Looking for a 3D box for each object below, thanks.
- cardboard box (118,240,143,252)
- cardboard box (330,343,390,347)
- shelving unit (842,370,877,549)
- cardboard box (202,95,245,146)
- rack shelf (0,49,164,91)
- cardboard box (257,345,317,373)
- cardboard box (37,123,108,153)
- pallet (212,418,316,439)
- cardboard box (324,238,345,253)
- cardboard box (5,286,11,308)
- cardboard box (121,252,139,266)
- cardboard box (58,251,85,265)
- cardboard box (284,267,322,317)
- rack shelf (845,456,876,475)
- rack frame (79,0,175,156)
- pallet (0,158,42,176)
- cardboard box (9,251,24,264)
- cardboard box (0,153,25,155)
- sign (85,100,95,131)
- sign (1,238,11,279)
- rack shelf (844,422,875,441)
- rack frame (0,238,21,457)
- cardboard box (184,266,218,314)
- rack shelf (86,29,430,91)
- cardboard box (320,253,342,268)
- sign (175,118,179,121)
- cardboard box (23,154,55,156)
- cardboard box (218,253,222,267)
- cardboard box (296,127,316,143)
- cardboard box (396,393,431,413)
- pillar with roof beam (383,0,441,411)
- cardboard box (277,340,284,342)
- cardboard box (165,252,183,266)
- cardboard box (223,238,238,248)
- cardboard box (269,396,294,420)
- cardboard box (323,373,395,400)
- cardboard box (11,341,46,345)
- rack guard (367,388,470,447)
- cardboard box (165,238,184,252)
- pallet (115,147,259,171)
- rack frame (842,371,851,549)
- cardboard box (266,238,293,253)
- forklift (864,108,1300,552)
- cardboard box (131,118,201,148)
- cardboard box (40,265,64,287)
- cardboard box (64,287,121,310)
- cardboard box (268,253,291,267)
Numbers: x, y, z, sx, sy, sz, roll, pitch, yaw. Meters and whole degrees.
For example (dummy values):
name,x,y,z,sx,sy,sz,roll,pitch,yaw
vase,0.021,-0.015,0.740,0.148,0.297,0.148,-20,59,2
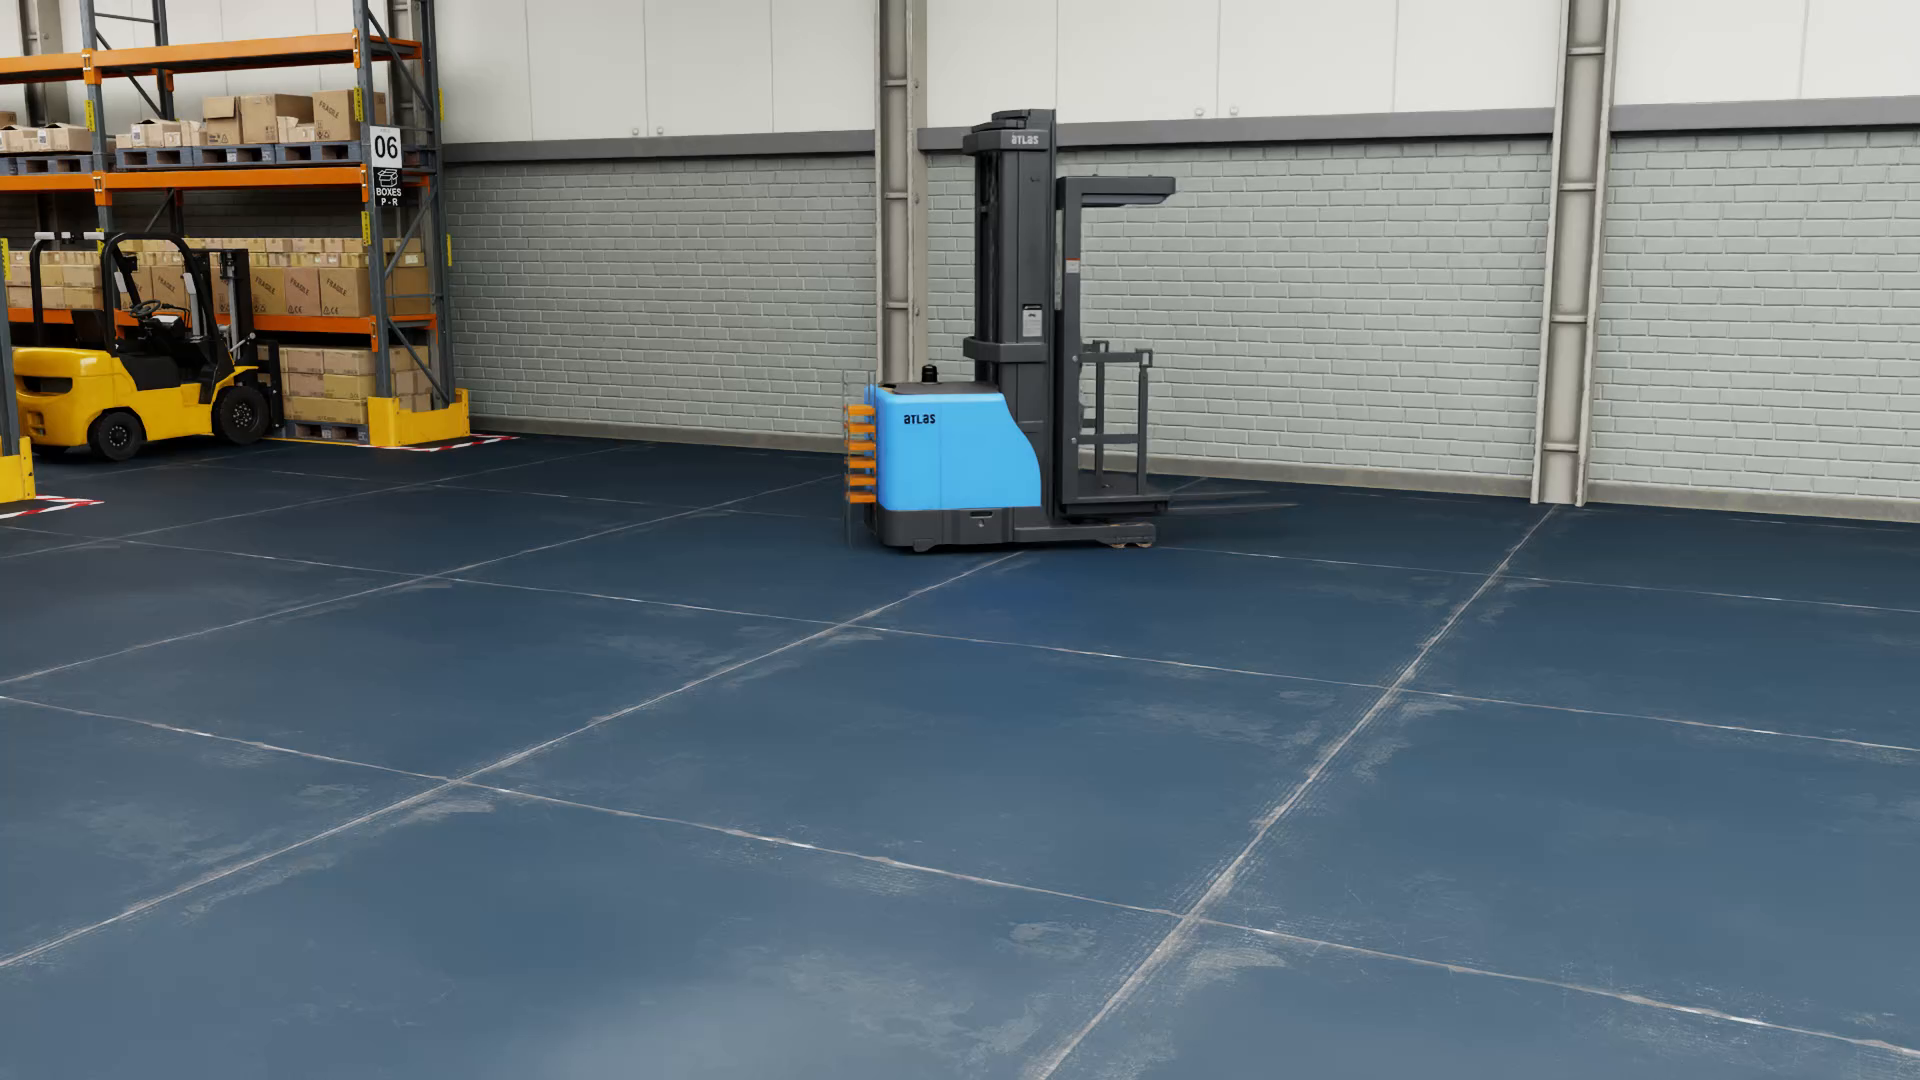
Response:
name,x,y,z,sx,sy,sz,roll,pitch,yaw
cardboard box,-9.136,-3.287,18.532,0.250,0.149,0.380,5,12,27
cardboard box,-6.500,-1.982,17.993,0.500,0.250,0.500,5,11,26
shelving unit,-0.690,-0.556,11.432,0.189,1.200,0.258,-2,10,-12
cardboard box,-7.590,-4.457,17.762,0.637,0.503,0.797,5,12,28
rack shelf,-11.084,-5.404,19.462,4.000,0.370,1.077,5,11,26
cardboard box,-7.172,-1.939,17.756,0.500,0.250,0.500,5,11,27
cardboard box,-10.047,-4.551,18.820,0.500,0.311,0.500,5,11,24
pallet,-7.498,-1.307,18.361,1.213,0.211,1.003,5,11,26
cardboard box,-6.353,-3.053,17.241,0.250,0.149,0.380,5,11,26
cardboard box,-11.210,-2.891,19.703,0.500,0.250,0.500,5,12,28
cardboard box,-9.121,-3.146,18.588,0.250,0.149,0.380,5,11,25
cardboard box,-10.131,-3.250,19.161,0.250,0.149,0.380,5,11,26
cardboard box,-6.722,-2.618,17.492,0.500,0.500,0.500,5,12,28
rack shelf,-0.690,-0.512,11.440,0.180,0.103,0.258,-2,10,-12
rack frame,-9.291,-5.797,18.492,0.127,3.000,1.000,5,11,26
pallet,-11.225,-4.416,19.816,1.213,0.211,1.003,6,12,28
cardboard box,-10.854,-3.301,19.442,0.250,0.149,0.380,5,11,26
cardboard box,-11.103,-4.552,19.281,0.250,0.149,0.380,5,11,25
sign,-9.522,-4.643,18.202,0.005,0.325,0.100,5,11,26
sign,-7.656,-2.249,13.304,0.005,0.325,0.100,5,11,26
rack shelf,-0.690,-0.748,11.397,0.180,0.103,0.258,-2,10,-12
rack frame,-7.896,-1.737,12.902,0.127,3.000,1.000,5,11,26
cardboard box,-8.079,-2.739,18.162,0.500,0.500,0.500,5,11,25
rack shelf,-7.497,-5.088,17.720,4.000,0.370,1.077,5,11,26
cardboard box,-6.381,-2.896,17.206,0.250,0.149,0.380,5,12,27
sign,-9.046,-4.703,19.196,0.005,0.325,0.100,5,11,26
cardboard box,-10.935,-4.621,19.615,0.250,0.166,0.380,5,11,26
cardboard box,-7.743,-3.021,17.897,0.250,0.149,0.380,5,11,25
cardboard box,-6.581,-4.155,17.086,0.250,0.149,0.380,5,11,24
cardboard box,-6.057,-1.453,17.878,0.500,0.250,0.500,5,11,26
pillar with roof beam,-7.834,-4.993,14.050,0.400,9.000,9.100,5,11,26
cardboard box,-7.855,-2.103,18.661,0.500,0.250,0.500,5,11,26
cardboard box,-8.454,-3.079,18.215,0.250,0.149,0.380,5,12,27
cardboard box,-7.714,-3.181,17.948,0.250,0.149,0.380,5,11,26
cardboard box,-7.151,-1.451,17.868,0.500,0.250,0.500,5,11,26
cardboard box,-6.278,-1.618,17.383,0.500,0.250,0.500,5,11,25
cardboard box,-11.735,-2.097,20.380,0.625,0.625,0.875,5,12,28
rack guard,-5.682,-1.298,17.496,0.348,0.500,1.175,5,11,26
cardboard box,-8.443,-3.225,18.192,0.250,0.149,0.380,5,12,27
pallet,-8.514,-4.214,18.418,1.213,0.211,1.003,5,11,26
rack frame,-0.779,-0.552,11.413,0.006,1.200,0.240,-2,10,-12
cardboard box,-7.073,-3.104,17.521,0.250,0.149,0.380,5,12,27
forklift,0.880,-1.474,11.643,3.031,2.935,1.130,-2,10,-12
cardboard box,-8.652,-4.428,18.143,0.500,0.311,0.500,5,12,27
cardboard box,-10.309,-3.054,19.200,0.500,0.250,0.500,5,11,24
cardboard box,-9.858,-2.769,19.028,0.500,0.250,0.500,5,12,27
cardboard box,-7.064,-2.961,17.566,0.250,0.149,0.380,5,11,24
